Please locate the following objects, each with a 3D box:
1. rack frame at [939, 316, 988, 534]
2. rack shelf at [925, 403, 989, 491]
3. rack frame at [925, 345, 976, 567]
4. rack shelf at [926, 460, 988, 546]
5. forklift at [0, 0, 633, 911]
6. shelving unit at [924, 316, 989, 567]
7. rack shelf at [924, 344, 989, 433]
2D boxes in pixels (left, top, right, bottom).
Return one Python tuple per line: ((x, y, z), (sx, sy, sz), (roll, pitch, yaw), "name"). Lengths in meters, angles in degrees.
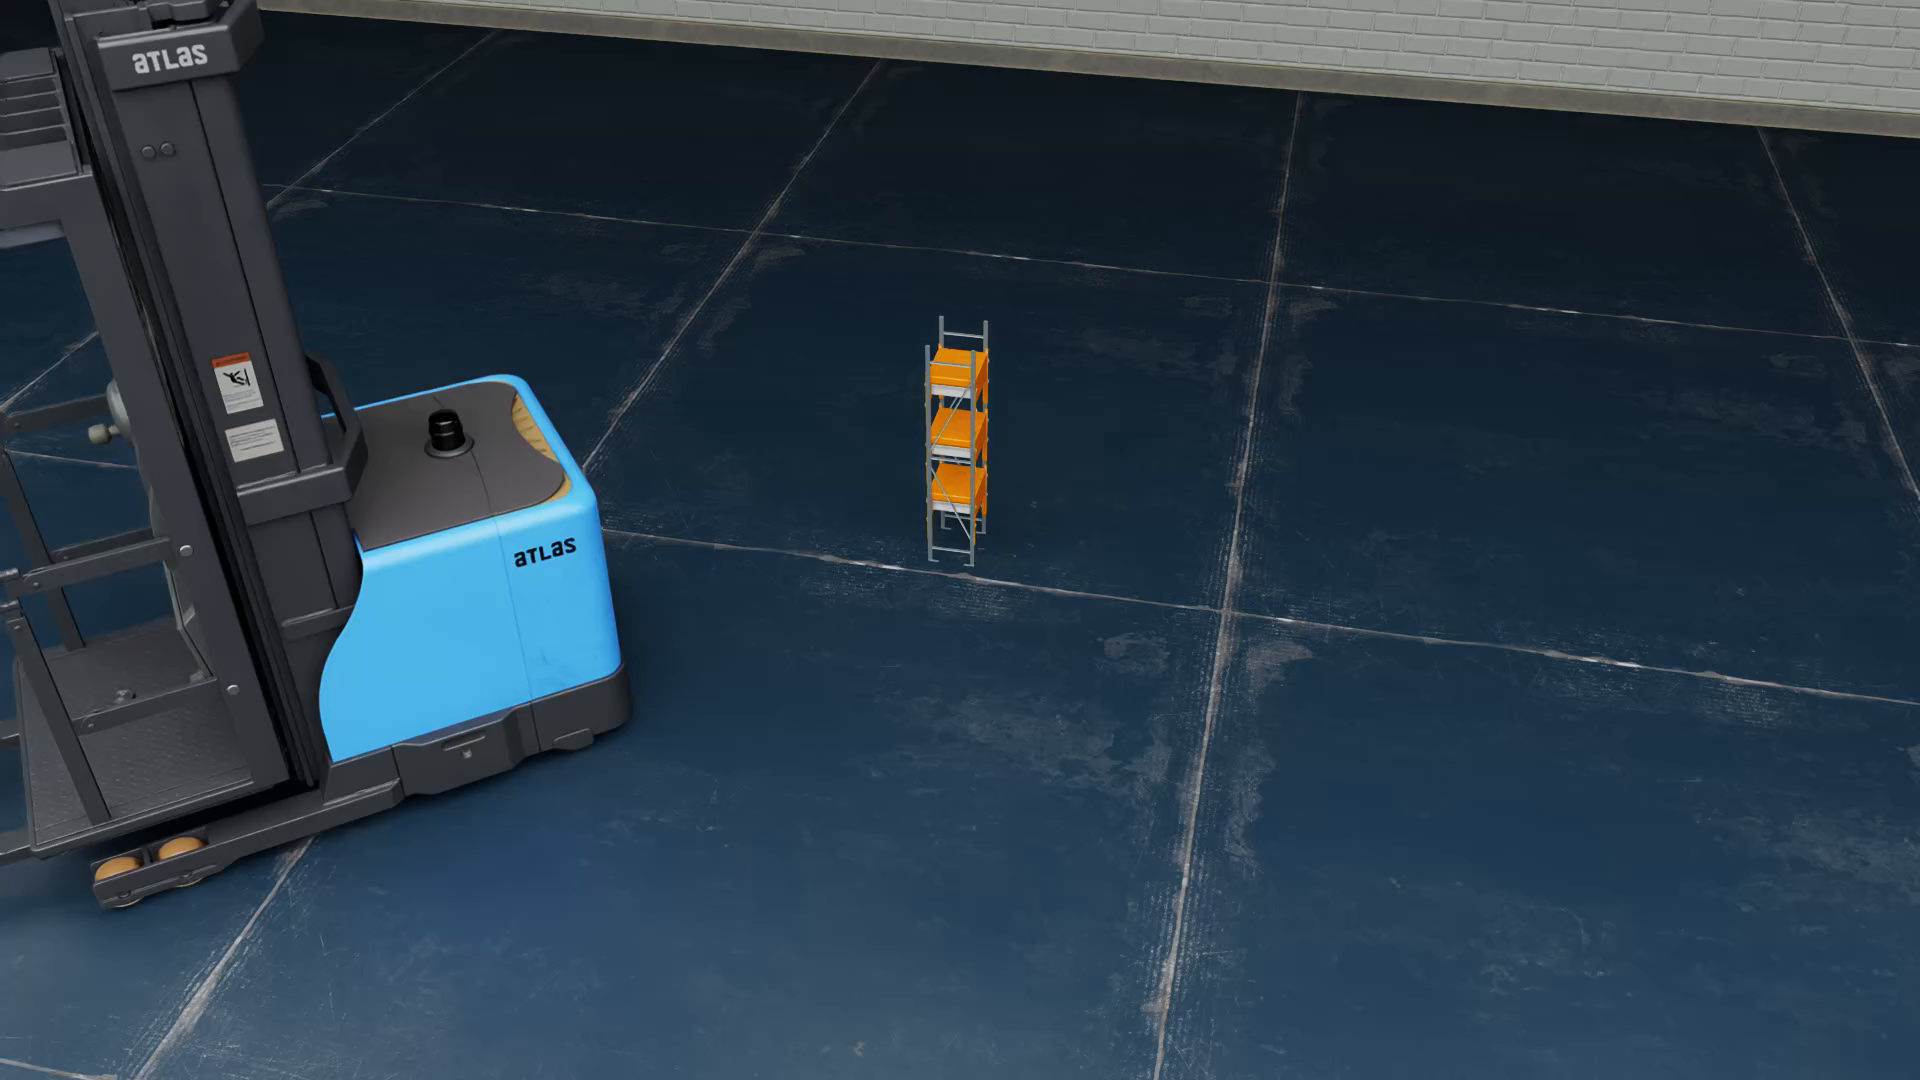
((0.015, -0.464, 6.996), (0.200, 1.050, 0.008), (7, 37, 10), "rack frame")
((-0.011, -0.386, 6.906), (0.215, 0.259, 0.240), (7, 37, 10), "rack shelf")
((-0.038, -0.324, 6.803), (0.200, 1.050, 0.008), (7, 37, 10), "rack frame")
((-0.011, -0.161, 7.069), (0.215, 0.259, 0.240), (7, 37, 10), "rack shelf")
((-2.776, -0.317, 5.190), (3.031, 2.935, 1.130), (-17, 39, -22), "forklift")
((-0.011, -0.394, 6.900), (0.215, 1.050, 0.252), (7, 37, 10), "shelving unit")
((-0.011, -0.616, 6.739), (0.215, 0.259, 0.240), (7, 37, 10), "rack shelf")
